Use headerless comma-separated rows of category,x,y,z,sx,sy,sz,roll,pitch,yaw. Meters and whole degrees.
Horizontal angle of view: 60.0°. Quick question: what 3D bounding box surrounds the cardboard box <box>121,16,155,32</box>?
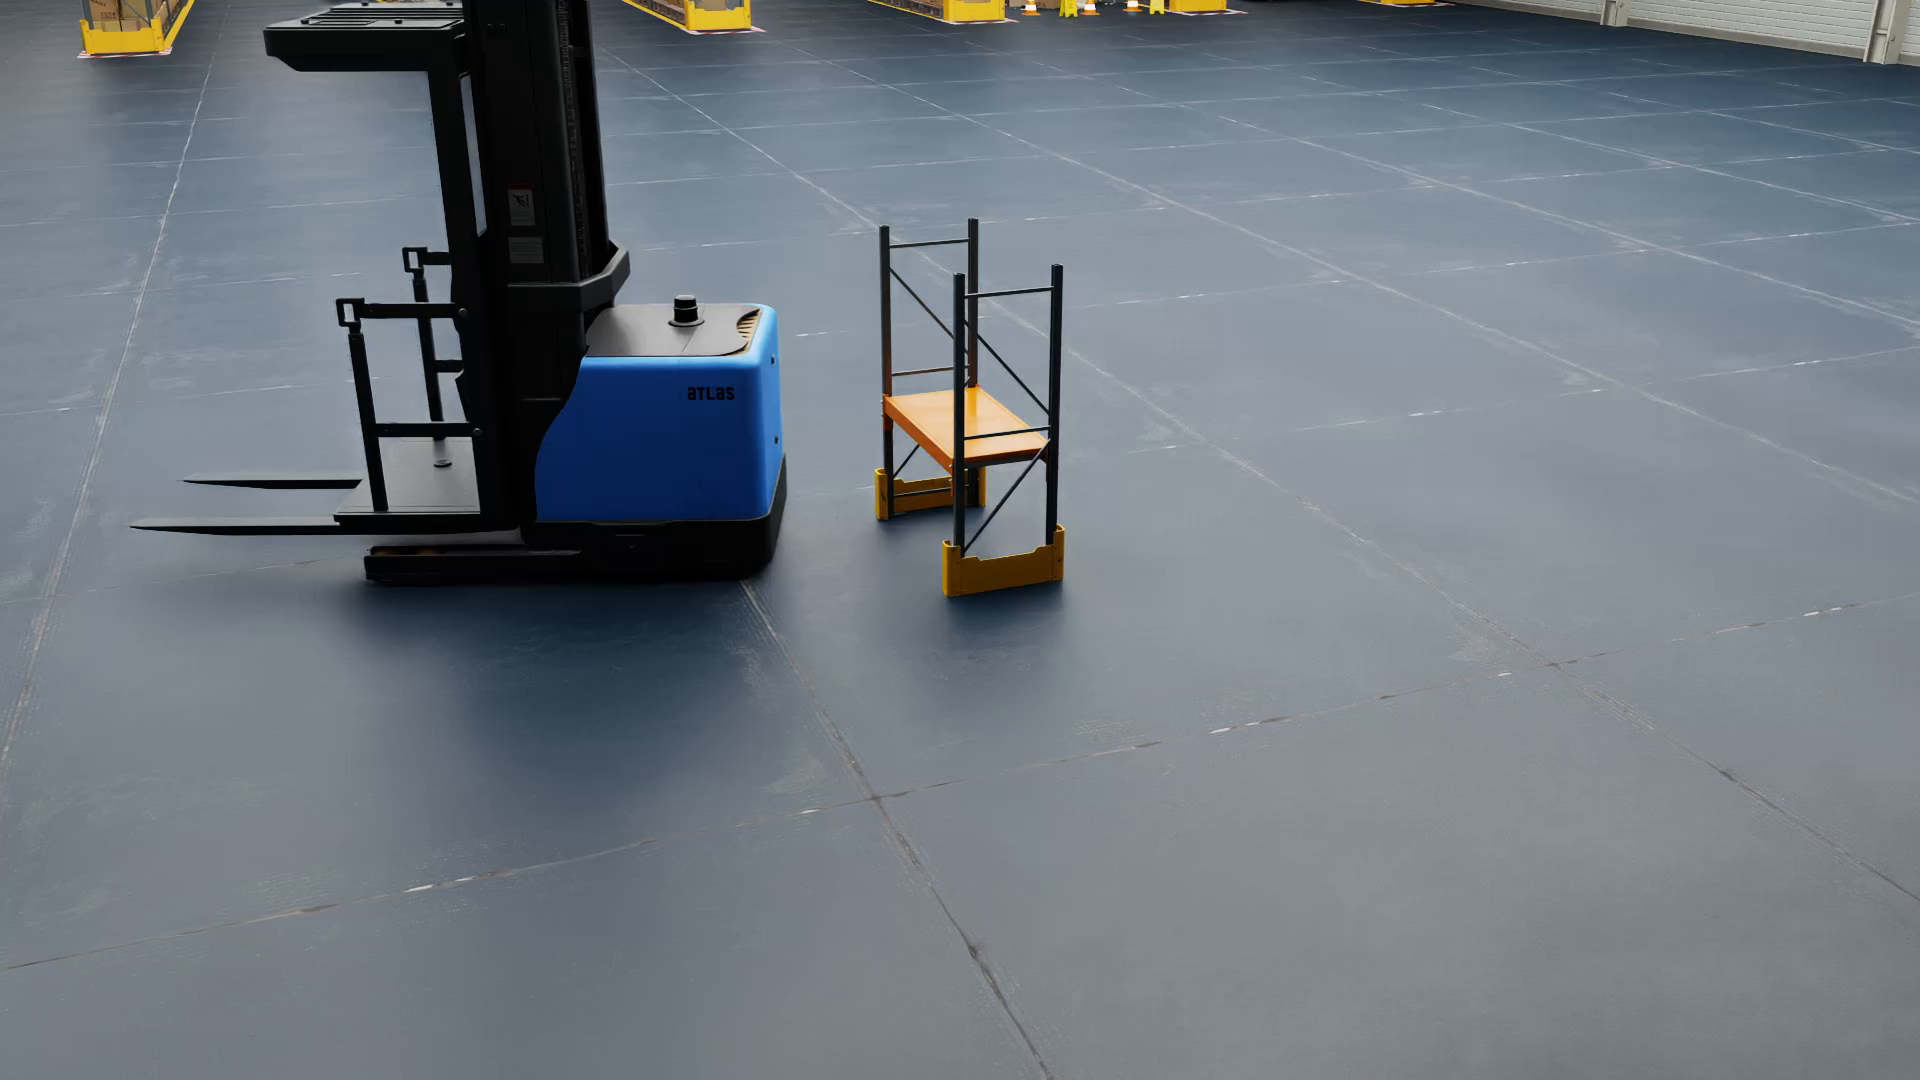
cardboard box,-13.663,-8.557,27.689,0.500,0.250,0.500,-8,24,-19

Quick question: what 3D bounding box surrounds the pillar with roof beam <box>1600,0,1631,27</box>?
pillar with roof beam,8.190,-13.175,27.923,9.100,9.000,0.400,-8,24,-19

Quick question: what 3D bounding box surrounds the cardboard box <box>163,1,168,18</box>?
cardboard box,-14.726,-9.646,30.274,0.500,0.250,0.500,-8,24,-19

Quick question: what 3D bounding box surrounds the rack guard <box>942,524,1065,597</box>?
rack guard,0.203,0.093,7.706,0.587,0.250,0.087,-8,24,-19

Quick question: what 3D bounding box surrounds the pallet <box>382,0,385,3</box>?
pallet,-11.635,-11.418,35.069,1.003,0.211,1.213,-8,24,-19

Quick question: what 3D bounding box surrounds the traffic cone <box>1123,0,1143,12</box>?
traffic cone,3.500,-10.933,33.593,0.336,0.463,0.334,-8,24,-19

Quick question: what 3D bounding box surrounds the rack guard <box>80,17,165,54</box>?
rack guard,-13.673,-8.244,27.167,1.175,0.500,0.348,-8,24,-19

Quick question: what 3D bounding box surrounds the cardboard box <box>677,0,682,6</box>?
cardboard box,-5.219,-10.685,32.417,0.500,0.500,0.500,-11,25,-24

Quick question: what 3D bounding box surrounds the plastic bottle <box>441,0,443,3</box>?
plastic bottle,-9.551,-9.891,30.802,0.097,0.271,0.097,0,23,0

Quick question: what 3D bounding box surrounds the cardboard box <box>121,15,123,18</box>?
cardboard box,-14.335,-8.666,27.947,0.500,0.250,0.500,-8,24,-19

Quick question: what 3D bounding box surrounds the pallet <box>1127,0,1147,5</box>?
pallet,4.151,-11.608,35.518,1.003,0.211,1.213,-8,24,-19

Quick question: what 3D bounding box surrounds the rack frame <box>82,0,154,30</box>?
rack frame,-13.681,-9.405,26.702,1.000,3.000,0.127,-8,24,-19

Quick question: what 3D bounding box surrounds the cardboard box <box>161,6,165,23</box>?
cardboard box,-14.368,-9.283,29.413,0.500,0.250,0.500,-8,24,-19

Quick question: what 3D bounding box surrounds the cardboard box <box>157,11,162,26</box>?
cardboard box,-14.019,-8.920,28.550,0.500,0.250,0.500,-8,24,-19

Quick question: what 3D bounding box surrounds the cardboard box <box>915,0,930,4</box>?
cardboard box,-0.351,-11.178,33.103,0.875,0.875,0.875,-9,24,-20

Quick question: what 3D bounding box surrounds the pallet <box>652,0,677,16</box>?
pallet,-5.555,-10.692,33.346,1.003,0.211,1.213,-8,24,-19

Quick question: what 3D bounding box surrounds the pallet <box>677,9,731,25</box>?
pallet,-4.693,-9.805,31.242,1.003,0.211,1.213,-8,24,-19

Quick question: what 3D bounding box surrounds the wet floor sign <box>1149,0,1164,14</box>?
wet floor sign,3.925,-10.822,33.094,0.267,0.644,0.232,0,23,-1

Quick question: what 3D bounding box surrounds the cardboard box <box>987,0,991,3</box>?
cardboard box,0.359,-11.286,34.380,0.500,0.500,0.500,-4,23,-10

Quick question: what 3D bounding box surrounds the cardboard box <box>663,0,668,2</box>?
cardboard box,-5.722,-11.107,33.418,0.500,0.500,0.500,-9,25,-21

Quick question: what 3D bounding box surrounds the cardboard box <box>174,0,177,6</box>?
cardboard box,-15.549,-10.524,32.356,0.500,0.250,0.500,-8,24,-18

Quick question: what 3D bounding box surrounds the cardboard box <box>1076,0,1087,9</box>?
cardboard box,2.506,-11.008,34.175,0.380,0.149,0.250,4,23,9

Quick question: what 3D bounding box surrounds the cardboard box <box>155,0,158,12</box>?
cardboard box,-14.030,-9.264,28.401,0.500,0.500,0.500,-8,24,-19

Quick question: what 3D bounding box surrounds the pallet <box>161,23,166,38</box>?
pallet,-14.418,-8.835,28.939,1.003,0.211,1.213,-8,24,-19

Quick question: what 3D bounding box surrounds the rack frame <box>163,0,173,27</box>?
rack frame,-15.094,-10.858,30.150,1.000,3.000,0.127,-8,24,-19

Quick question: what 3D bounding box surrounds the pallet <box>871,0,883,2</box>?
pallet,-1.493,-11.845,36.081,1.003,0.211,1.213,-8,24,-19

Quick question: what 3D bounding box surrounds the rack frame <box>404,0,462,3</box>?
rack frame,-9.046,-10.083,28.311,1.000,3.000,0.127,-8,24,-19

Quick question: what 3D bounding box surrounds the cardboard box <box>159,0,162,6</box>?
cardboard box,-14.380,-9.627,29.264,0.500,0.500,0.500,-8,24,-19

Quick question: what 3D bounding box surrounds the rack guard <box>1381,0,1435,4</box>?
rack guard,9.509,-11.644,35.233,1.175,0.500,0.348,-8,24,-19

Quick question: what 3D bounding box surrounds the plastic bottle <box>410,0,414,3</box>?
plastic bottle,-10.216,-9.940,30.913,0.152,0.276,0.135,-8,24,-19

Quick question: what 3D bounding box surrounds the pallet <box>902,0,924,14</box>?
pallet,-0.519,-10.844,33.706,1.003,0.211,1.213,-8,24,-19

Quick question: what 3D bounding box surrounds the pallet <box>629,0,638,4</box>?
pallet,-6.537,-11.658,35.637,1.003,0.211,1.213,-8,24,-19

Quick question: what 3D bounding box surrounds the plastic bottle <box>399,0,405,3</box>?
plastic bottle,-10.168,-9.733,30.421,0.152,0.276,0.135,-8,24,-19

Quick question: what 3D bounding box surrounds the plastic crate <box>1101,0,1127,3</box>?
plastic crate,3.233,-11.547,35.544,0.402,0.080,0.583,-18,29,-37

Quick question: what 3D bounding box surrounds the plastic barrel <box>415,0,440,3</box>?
plastic barrel,-9.350,-9.359,29.255,0.421,0.512,0.421,0,23,0

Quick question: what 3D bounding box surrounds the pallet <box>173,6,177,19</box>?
pallet,-15.826,-10.280,32.368,1.003,0.211,1.213,-8,24,-19

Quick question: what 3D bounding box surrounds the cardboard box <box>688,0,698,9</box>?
cardboard box,-4.861,-10.246,31.375,0.500,0.500,0.500,-2,23,-5

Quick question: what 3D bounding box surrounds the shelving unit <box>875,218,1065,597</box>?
shelving unit,0.027,-0.663,7.893,0.587,1.500,1.083,-8,24,-19

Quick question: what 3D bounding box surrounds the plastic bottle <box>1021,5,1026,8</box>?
plastic bottle,1.357,-10.974,34.209,0.133,0.061,0.283,-18,29,-37

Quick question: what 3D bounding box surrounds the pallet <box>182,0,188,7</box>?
pallet,-16.736,-11.303,34.796,1.003,0.211,1.213,-8,24,-19

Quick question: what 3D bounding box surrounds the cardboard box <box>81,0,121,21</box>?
cardboard box,-14.149,-8.831,27.374,0.500,0.500,0.500,-8,24,-19

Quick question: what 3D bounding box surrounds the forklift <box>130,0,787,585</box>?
forklift,-2.406,-1.349,7.677,3.031,2.935,1.130,0,23,-1

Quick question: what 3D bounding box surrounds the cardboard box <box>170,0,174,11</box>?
cardboard box,-15.184,-10.151,31.472,0.500,0.250,0.500,-8,24,-18

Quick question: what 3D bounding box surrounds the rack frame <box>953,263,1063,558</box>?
rack frame,0.210,-0.475,7.447,0.500,1.500,0.032,-8,24,-19

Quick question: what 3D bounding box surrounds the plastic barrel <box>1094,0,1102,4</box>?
plastic barrel,2.713,-11.478,34.938,0.512,0.421,0.421,8,24,18

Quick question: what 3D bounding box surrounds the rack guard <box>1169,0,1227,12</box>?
rack guard,4.832,-10.998,33.700,1.175,0.500,0.348,-8,24,-19
